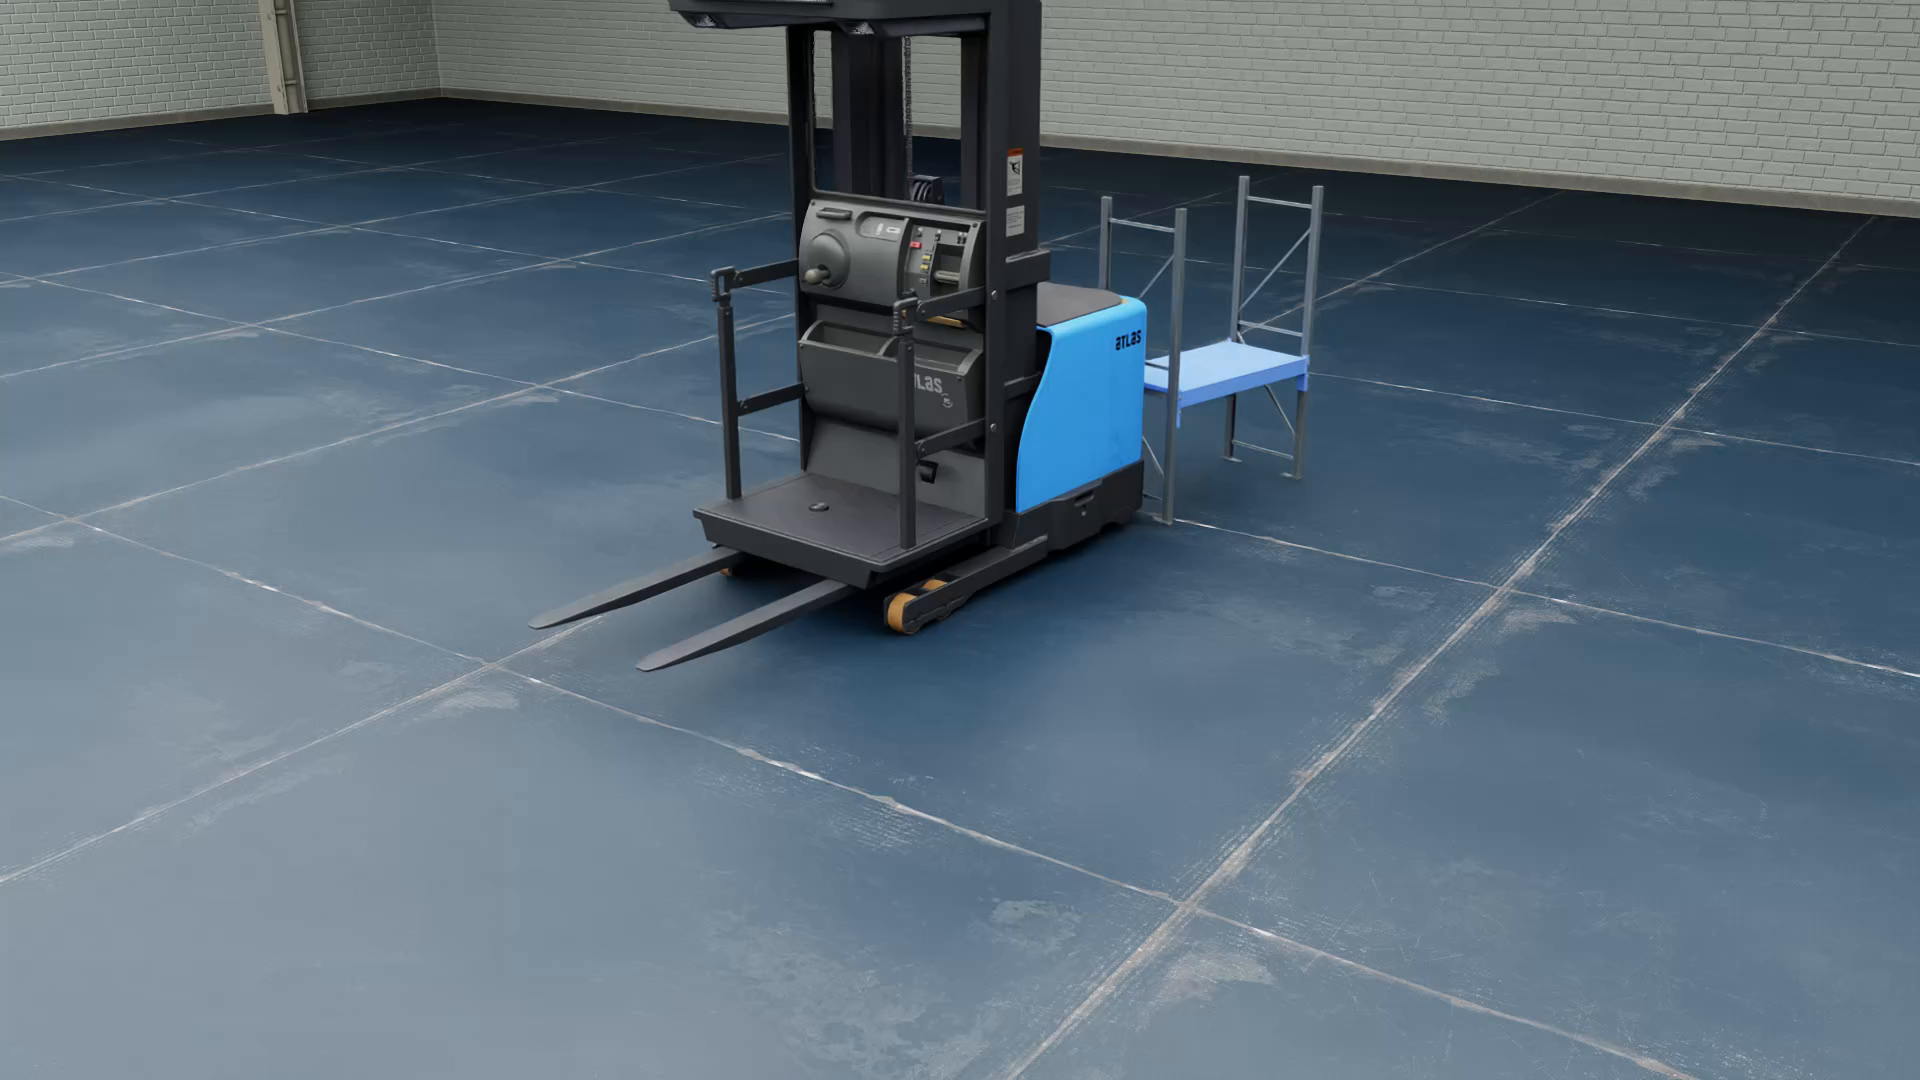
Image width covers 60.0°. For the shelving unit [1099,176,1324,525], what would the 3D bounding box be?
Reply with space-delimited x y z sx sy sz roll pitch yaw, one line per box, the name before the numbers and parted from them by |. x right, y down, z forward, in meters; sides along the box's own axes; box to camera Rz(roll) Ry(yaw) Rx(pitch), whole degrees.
shelving unit | 1.218 -0.962 8.203 1.048 1.500 0.538 -17 27 -39

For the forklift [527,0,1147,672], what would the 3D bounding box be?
forklift | -0.430 -1.186 6.746 1.130 2.935 3.031 15 25 36

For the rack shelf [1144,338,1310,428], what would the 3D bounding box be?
rack shelf | 1.218 -0.793 8.266 1.000 0.185 0.538 -17 27 -39

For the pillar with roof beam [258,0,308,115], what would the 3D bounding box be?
pillar with roof beam | -6.665 -9.911 21.588 9.100 9.000 0.400 13 24 32

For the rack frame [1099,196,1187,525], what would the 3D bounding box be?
rack frame | 0.841 -0.843 7.883 0.032 1.500 0.500 -17 27 -39

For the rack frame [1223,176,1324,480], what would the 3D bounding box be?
rack frame | 1.594 -1.080 8.523 0.032 1.500 0.500 -17 27 -39
